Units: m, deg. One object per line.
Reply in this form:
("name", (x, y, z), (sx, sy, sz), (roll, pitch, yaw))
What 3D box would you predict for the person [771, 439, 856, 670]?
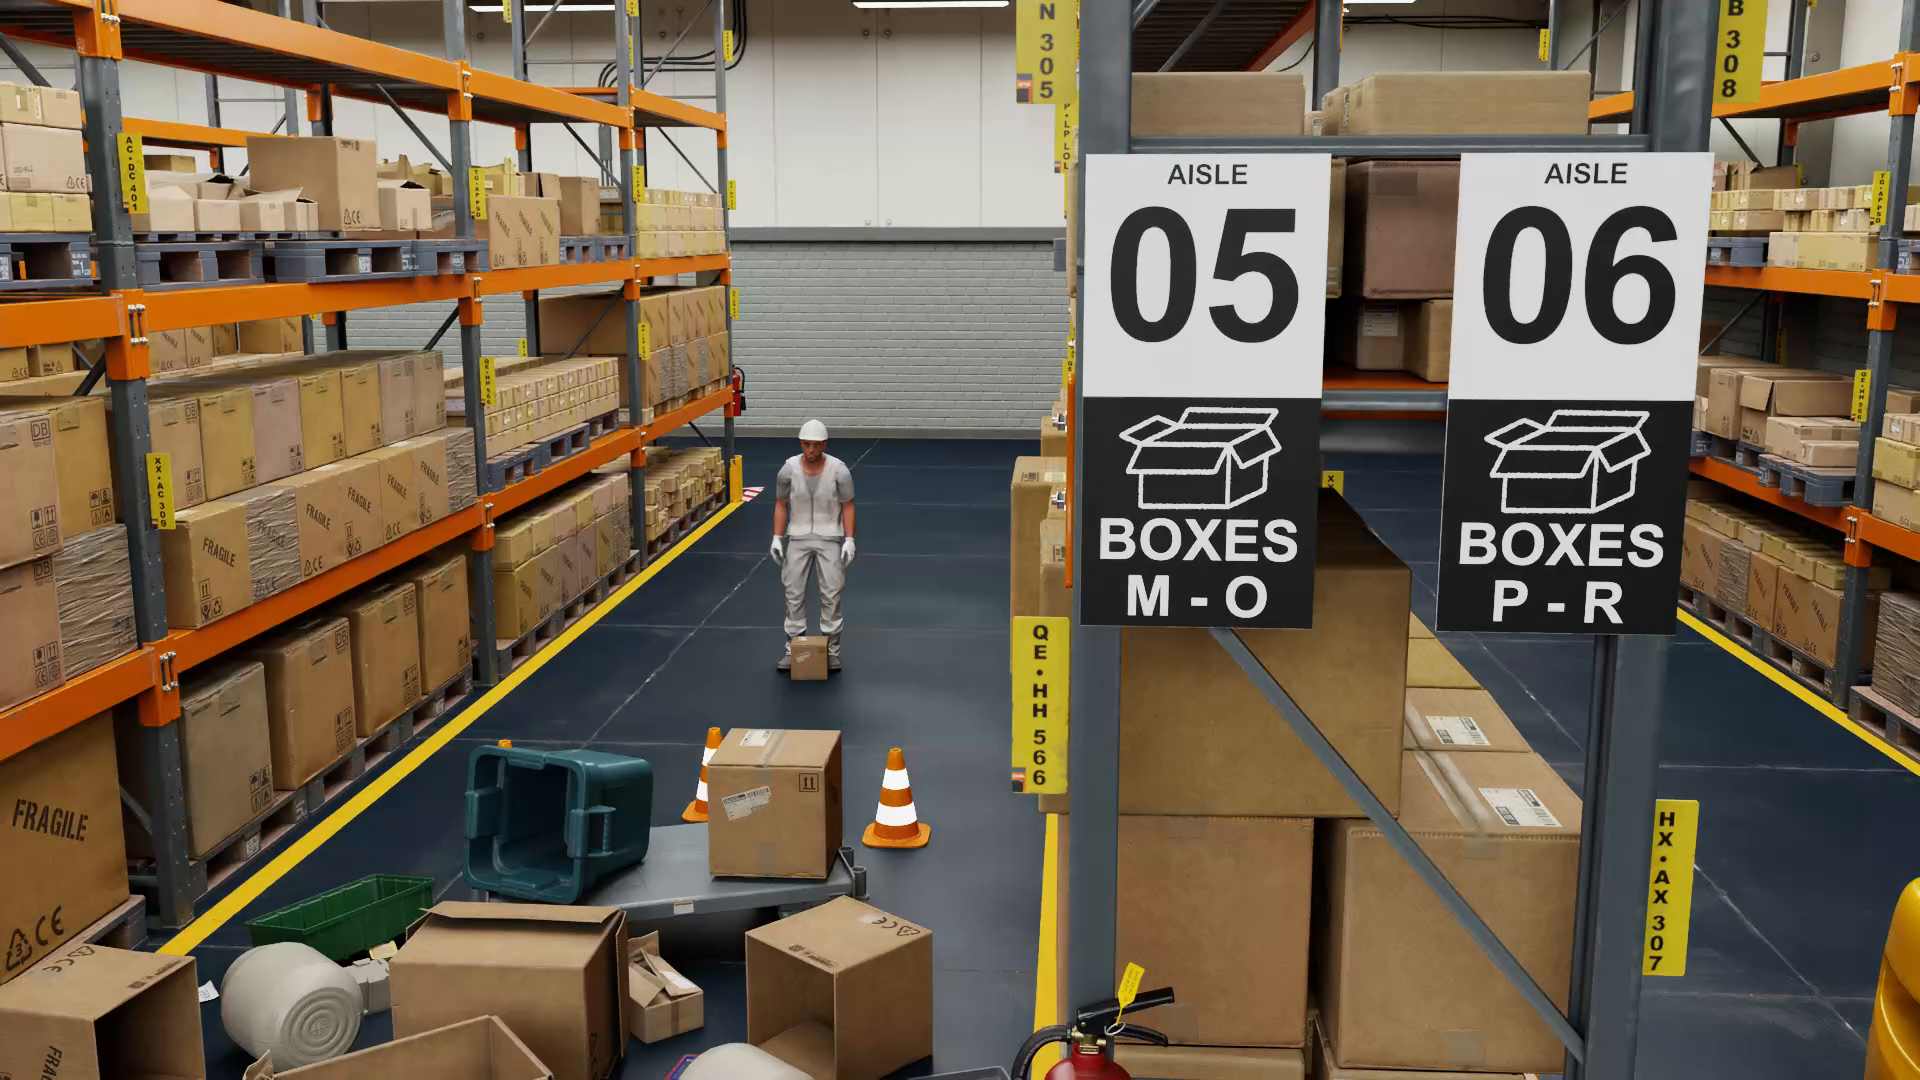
("person", (-14.005, 1.417, 4.438), (25.370, 1.733, 17.172), (1, 11, 4))
